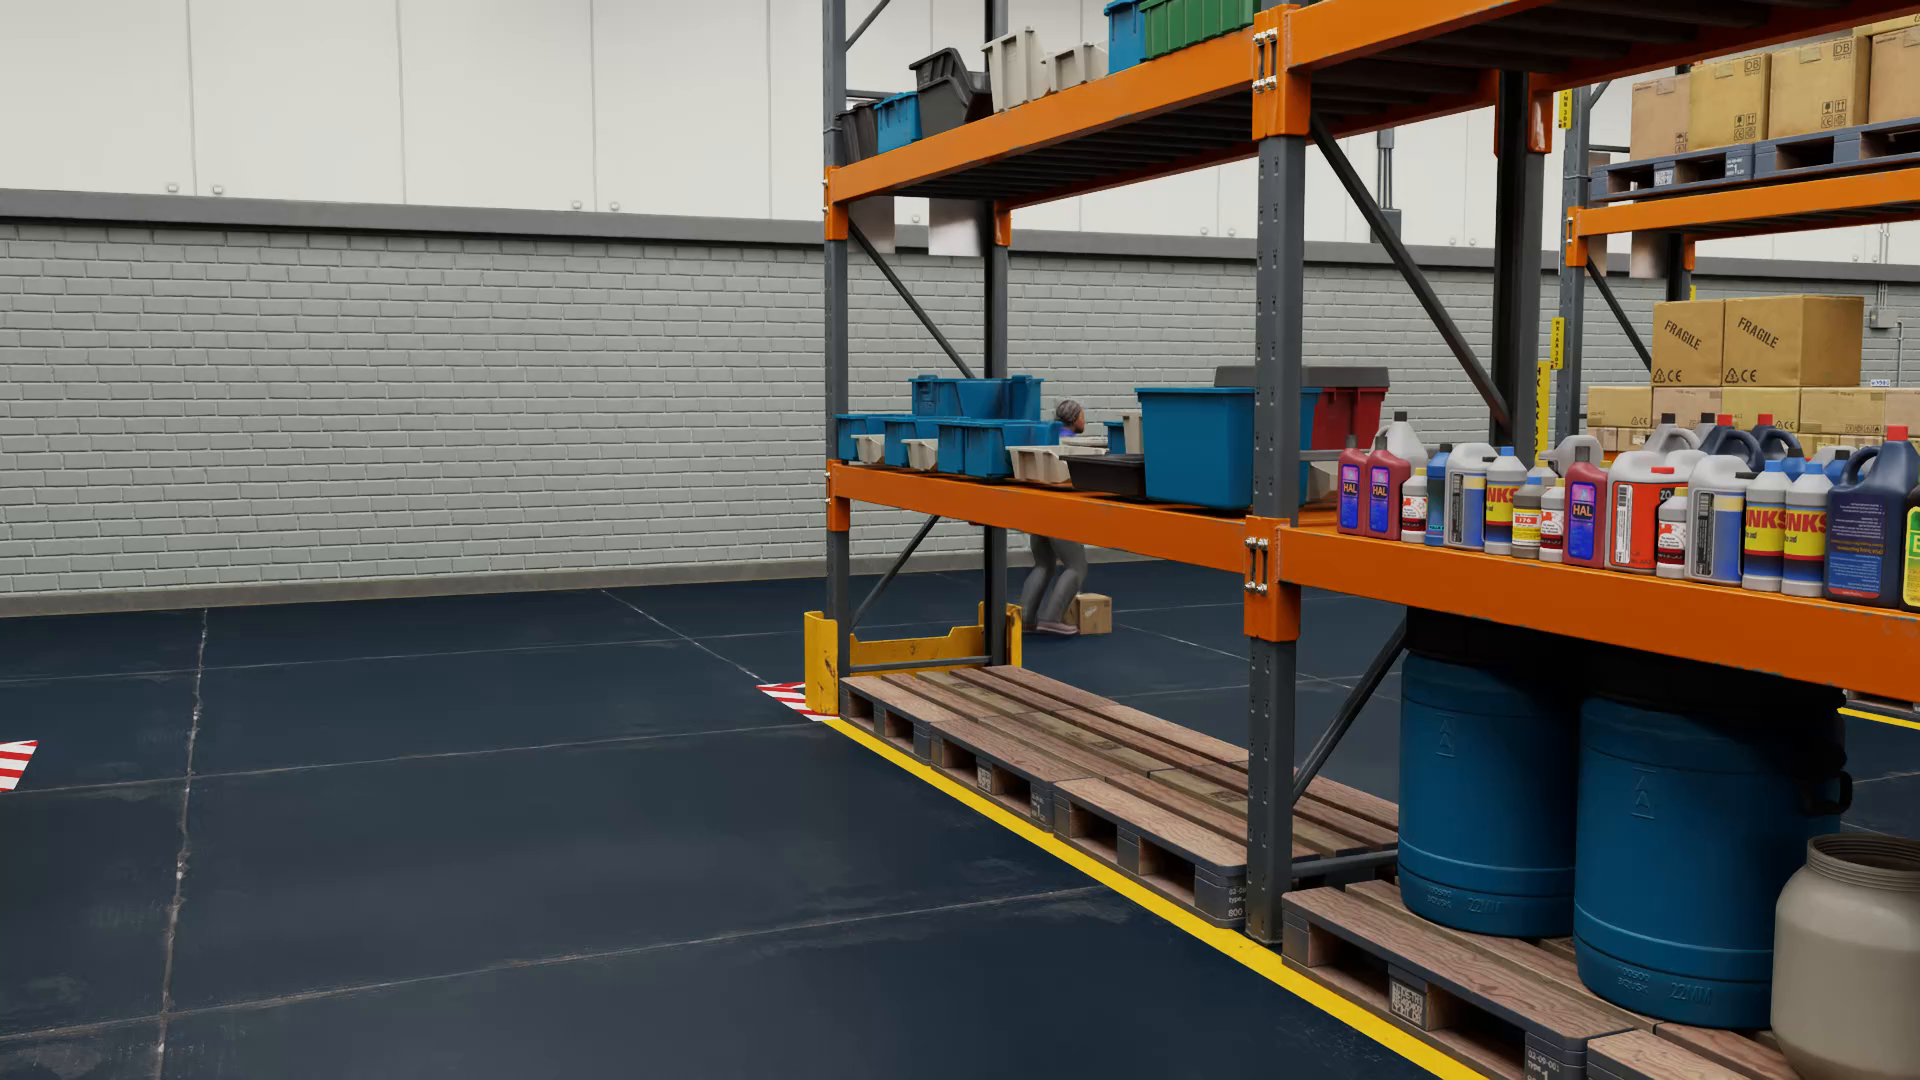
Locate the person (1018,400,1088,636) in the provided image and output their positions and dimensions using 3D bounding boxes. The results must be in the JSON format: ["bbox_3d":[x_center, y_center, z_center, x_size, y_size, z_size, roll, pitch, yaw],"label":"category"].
[{"bbox_3d":[0.642,-0.151,11.336,0.509,1.604,0.570,-3,6,-27],"label":"person"}]
